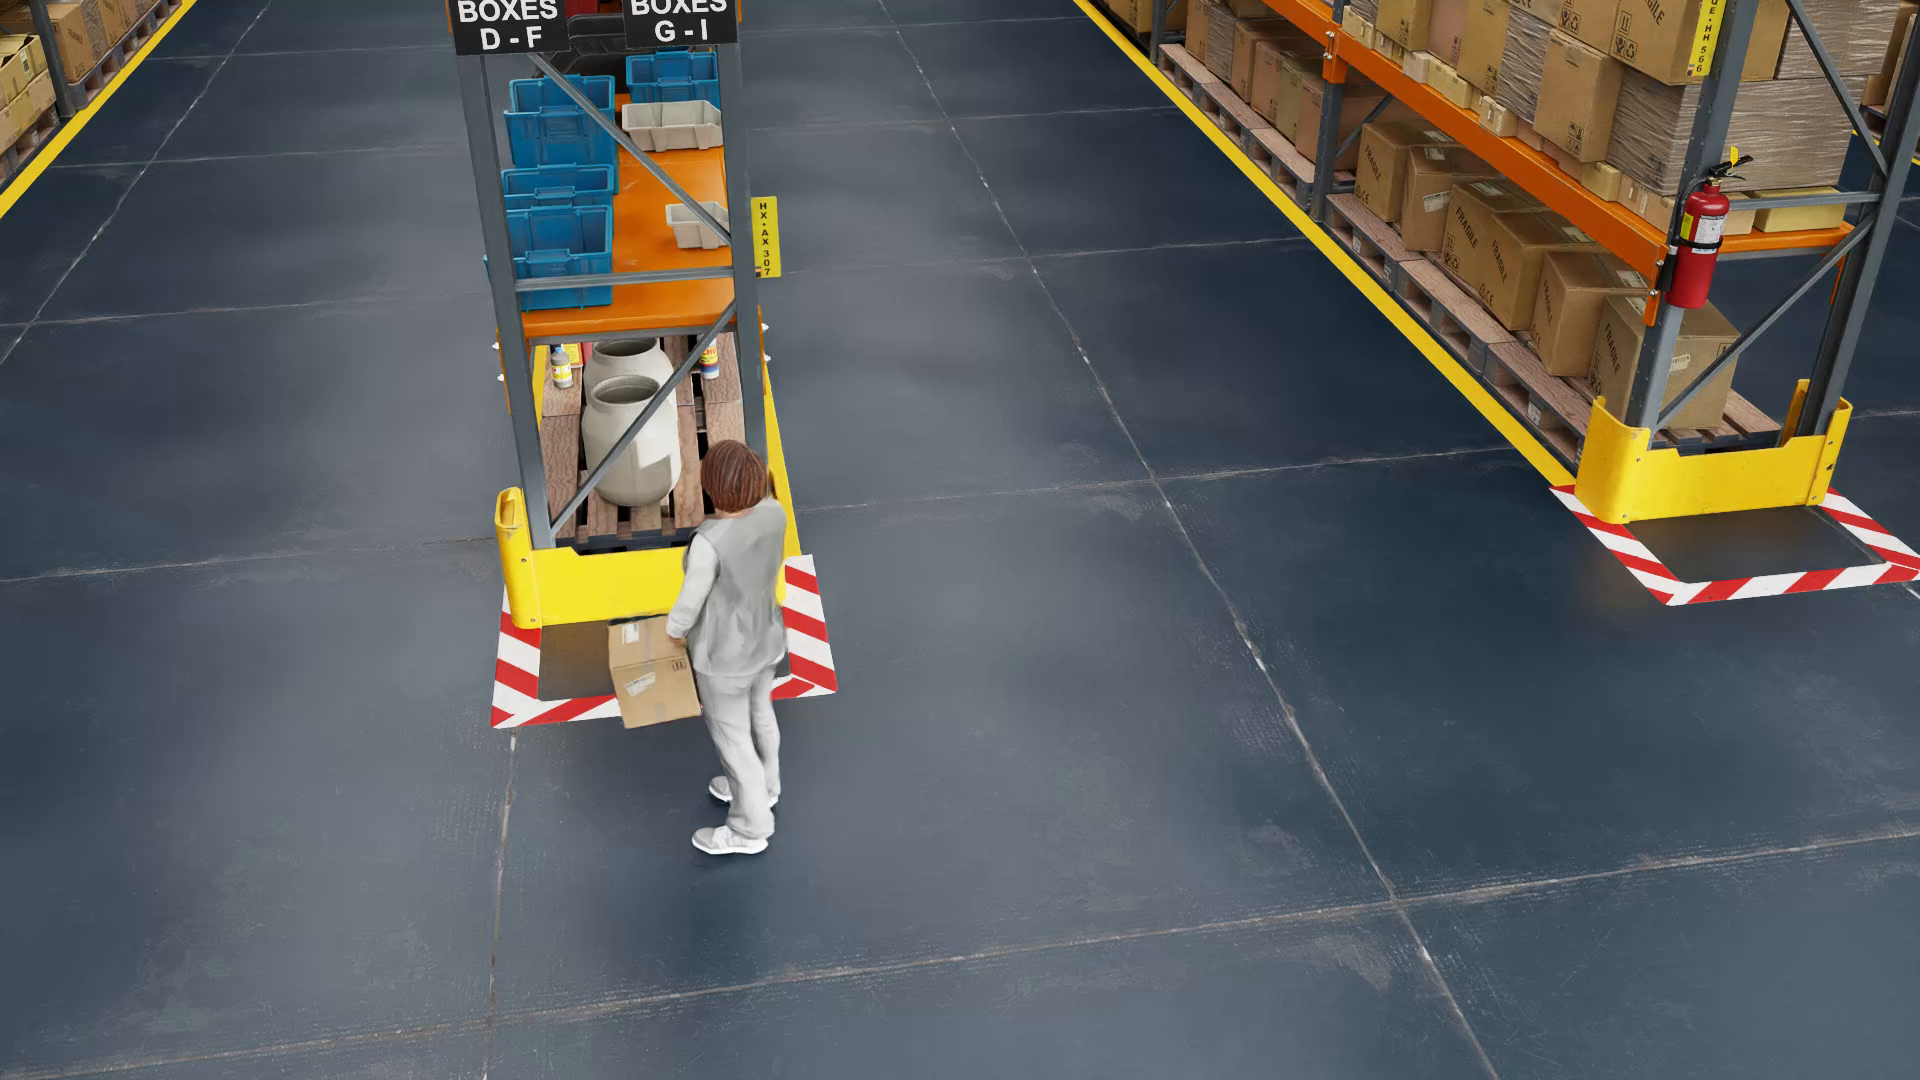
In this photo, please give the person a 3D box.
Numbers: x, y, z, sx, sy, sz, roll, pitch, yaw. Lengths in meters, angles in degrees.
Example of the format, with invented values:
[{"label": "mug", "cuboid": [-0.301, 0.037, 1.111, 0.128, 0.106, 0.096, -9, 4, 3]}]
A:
[{"label": "person", "cuboid": [-0.794, 0.357, 5.534, 0.461, 1.599, 0.444, 20, 36, 29]}]
